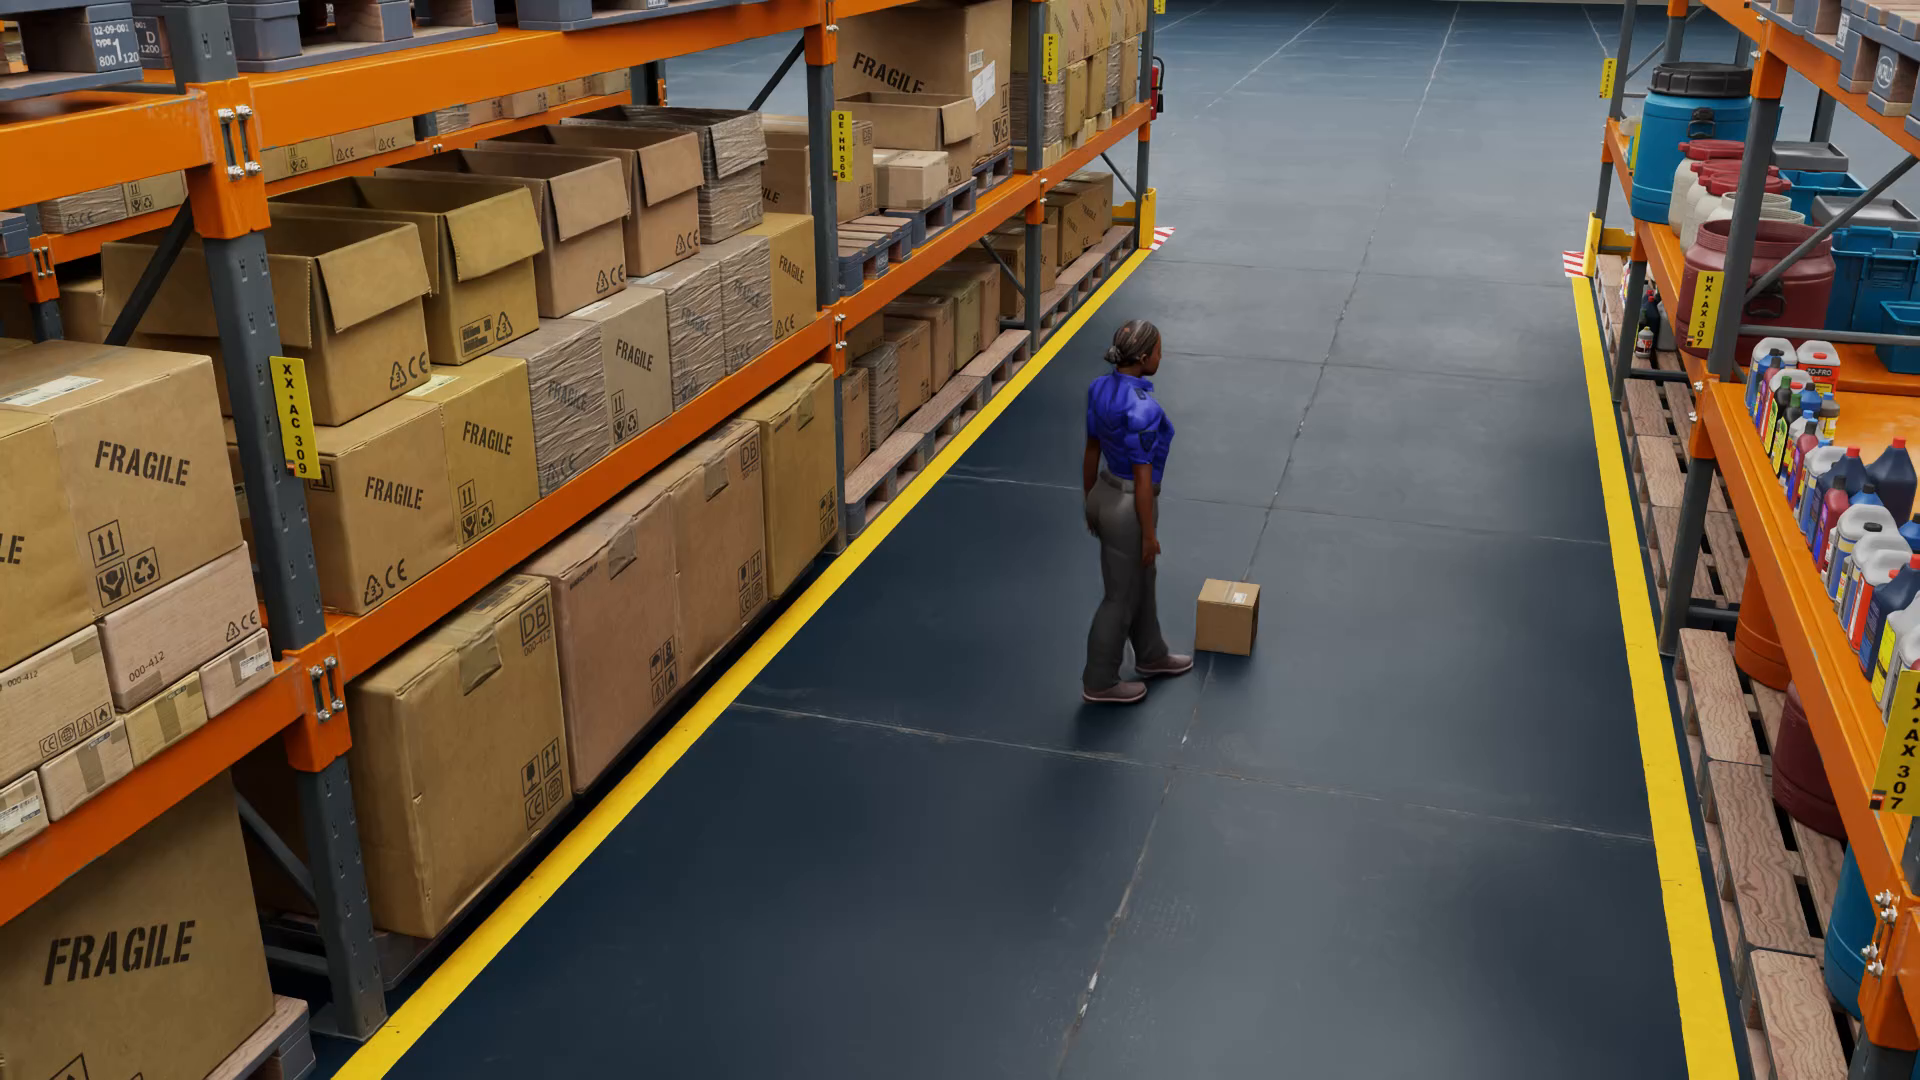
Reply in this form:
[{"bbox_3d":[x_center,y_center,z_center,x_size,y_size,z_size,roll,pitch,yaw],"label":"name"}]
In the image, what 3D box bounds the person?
[{"bbox_3d":[0.796,-0.117,6.852,0.600,1.658,0.463,-8,23,-18],"label":"person"}]
